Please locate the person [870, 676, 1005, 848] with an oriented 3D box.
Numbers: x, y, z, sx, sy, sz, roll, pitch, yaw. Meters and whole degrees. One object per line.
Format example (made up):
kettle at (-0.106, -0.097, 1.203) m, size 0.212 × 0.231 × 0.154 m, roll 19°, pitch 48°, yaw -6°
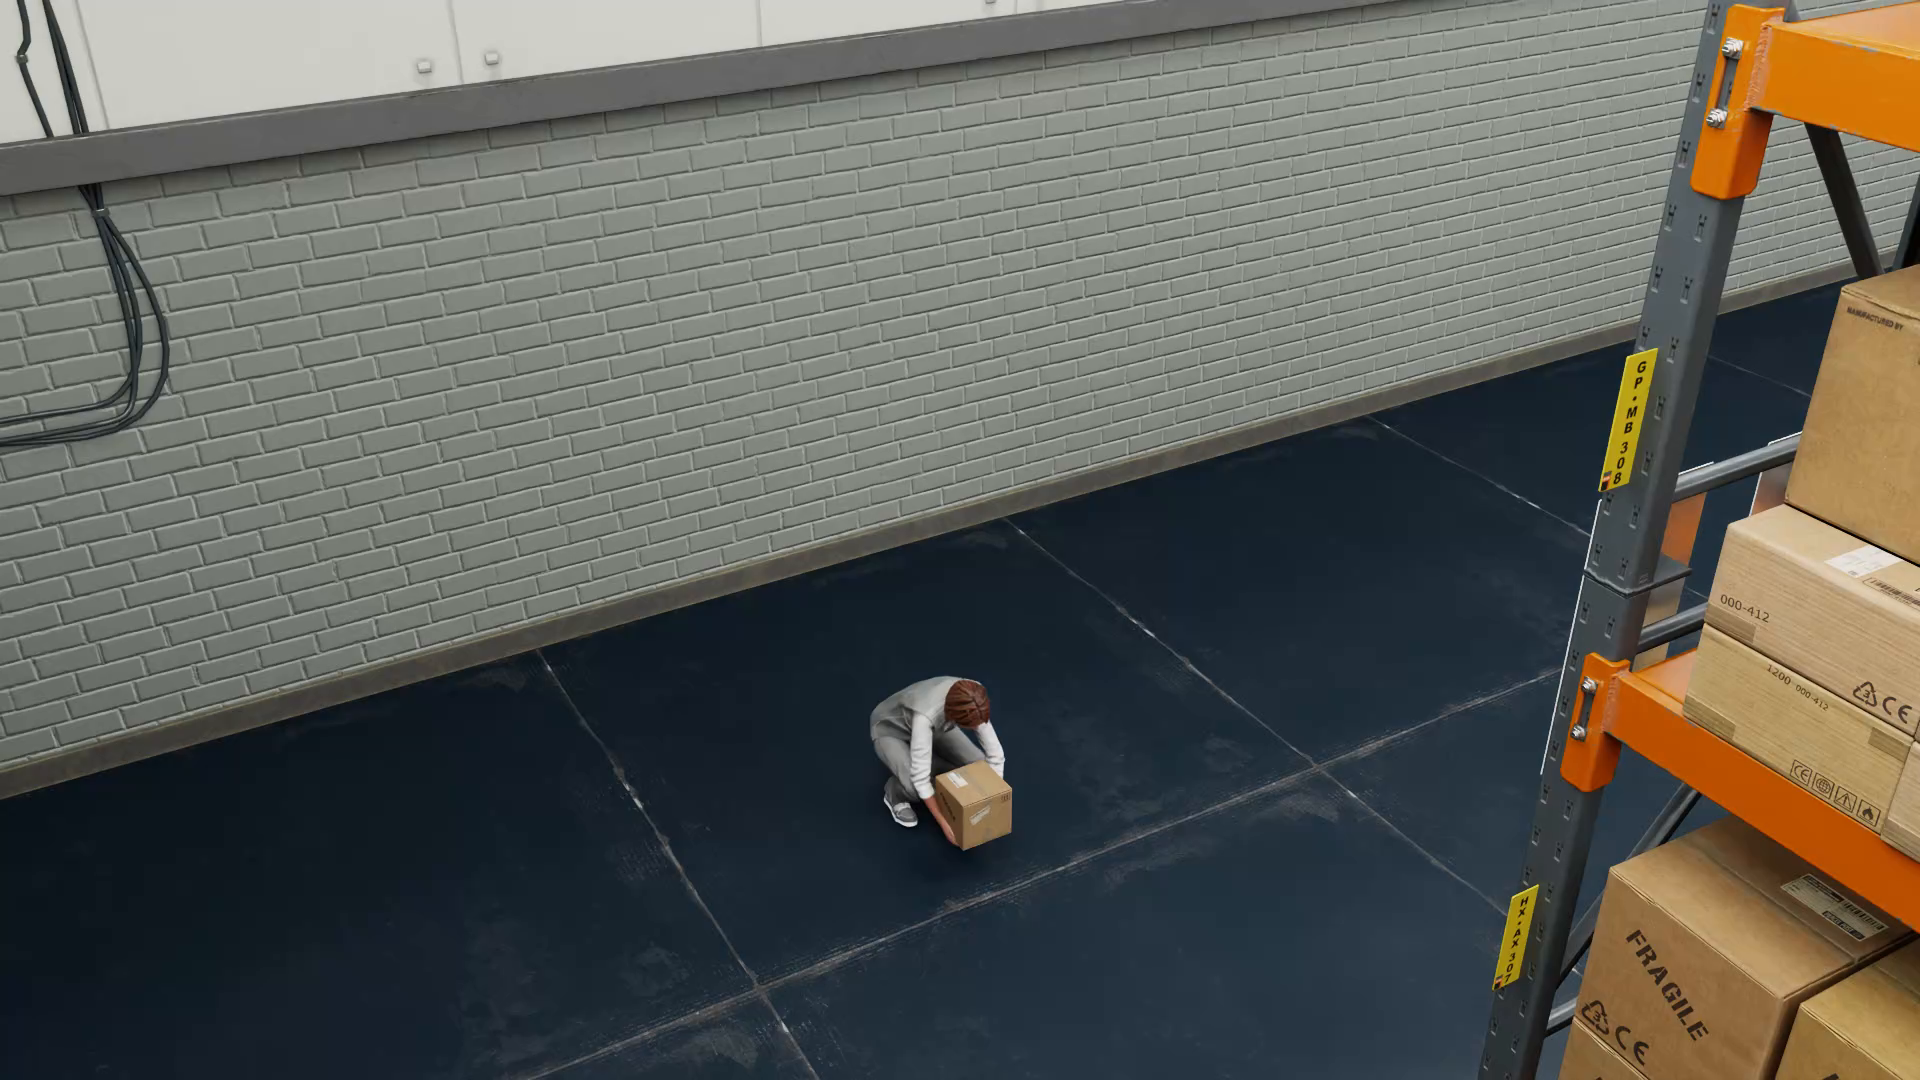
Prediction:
person at (-0.104, 0.941, 7.633) m, size 0.461 × 0.875 × 0.811 m, roll -16°, pitch 33°, yaw -26°
